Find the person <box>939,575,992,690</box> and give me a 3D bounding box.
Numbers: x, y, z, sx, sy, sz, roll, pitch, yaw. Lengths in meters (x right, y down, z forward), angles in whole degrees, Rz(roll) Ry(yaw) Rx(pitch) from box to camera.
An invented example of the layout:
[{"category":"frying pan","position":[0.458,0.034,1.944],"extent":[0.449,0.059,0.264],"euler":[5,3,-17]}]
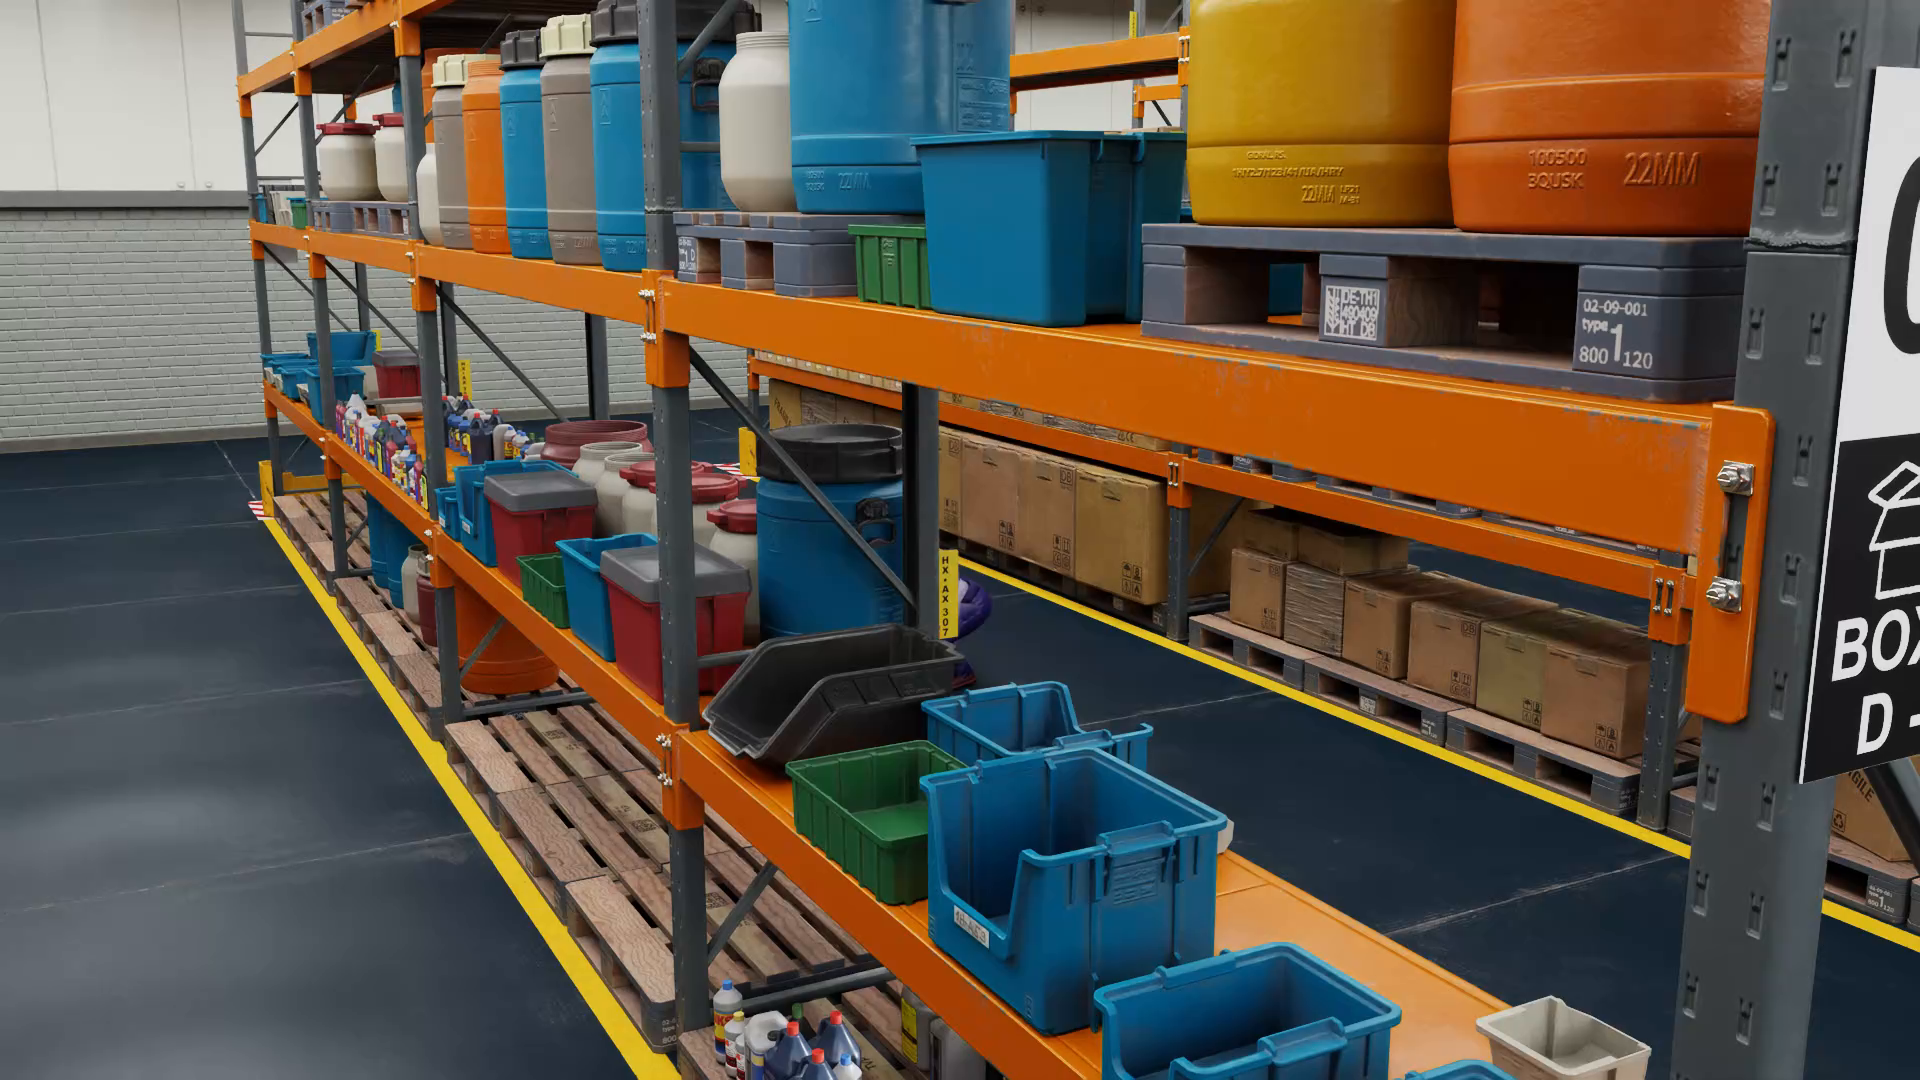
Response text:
[{"category":"person","position":[-0.153,0.567,10.560],"extent":[0.717,0.723,0.509],"euler":[-7,14,-29]}]
